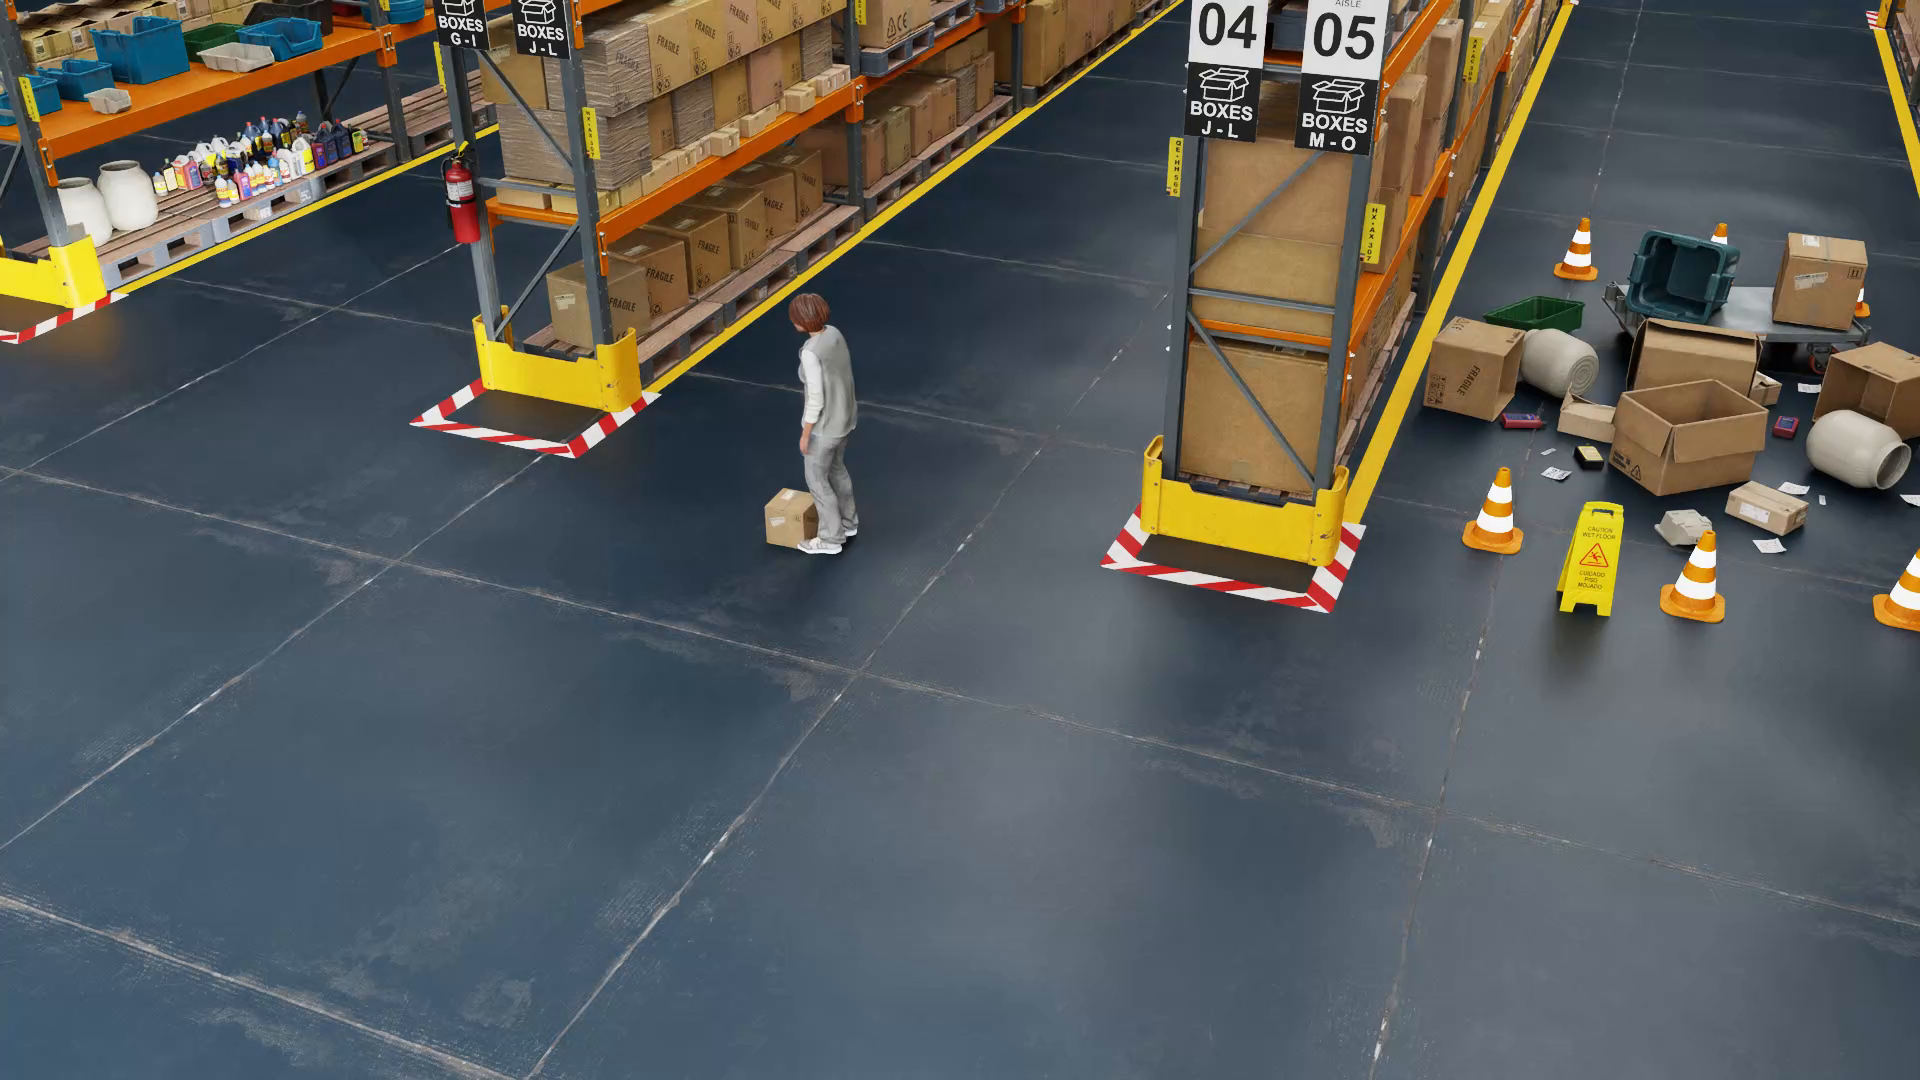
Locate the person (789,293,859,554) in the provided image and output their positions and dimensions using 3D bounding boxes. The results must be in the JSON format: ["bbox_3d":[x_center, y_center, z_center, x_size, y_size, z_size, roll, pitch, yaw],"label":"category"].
[{"bbox_3d":[-0.770,-0.665,9.545,0.342,1.594,0.482,10,32,17],"label":"person"}]
